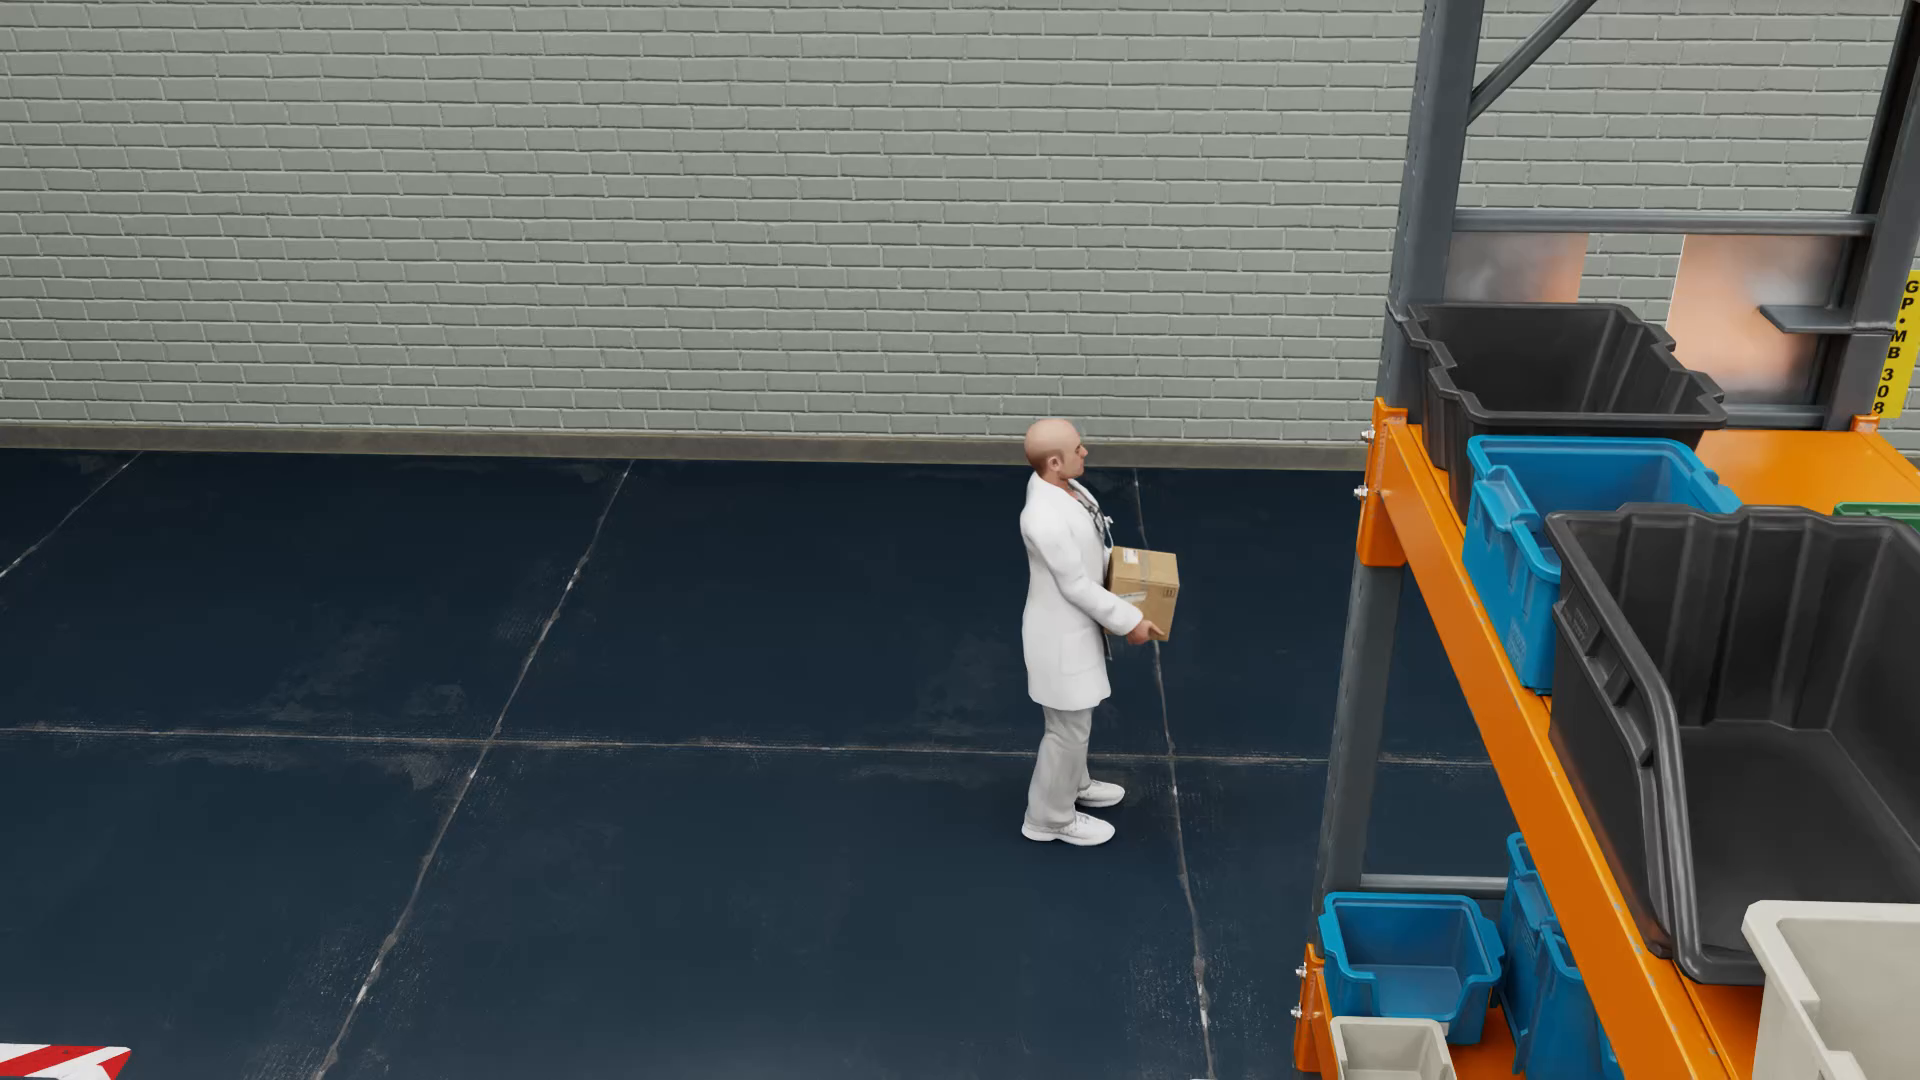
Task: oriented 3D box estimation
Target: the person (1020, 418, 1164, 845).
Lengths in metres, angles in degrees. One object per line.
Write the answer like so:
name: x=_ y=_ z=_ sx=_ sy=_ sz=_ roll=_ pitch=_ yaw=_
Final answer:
person: x=0.504 y=0.356 z=6.462 sx=0.553 sy=1.772 sz=0.529 roll=2 pitch=28 yaw=3
